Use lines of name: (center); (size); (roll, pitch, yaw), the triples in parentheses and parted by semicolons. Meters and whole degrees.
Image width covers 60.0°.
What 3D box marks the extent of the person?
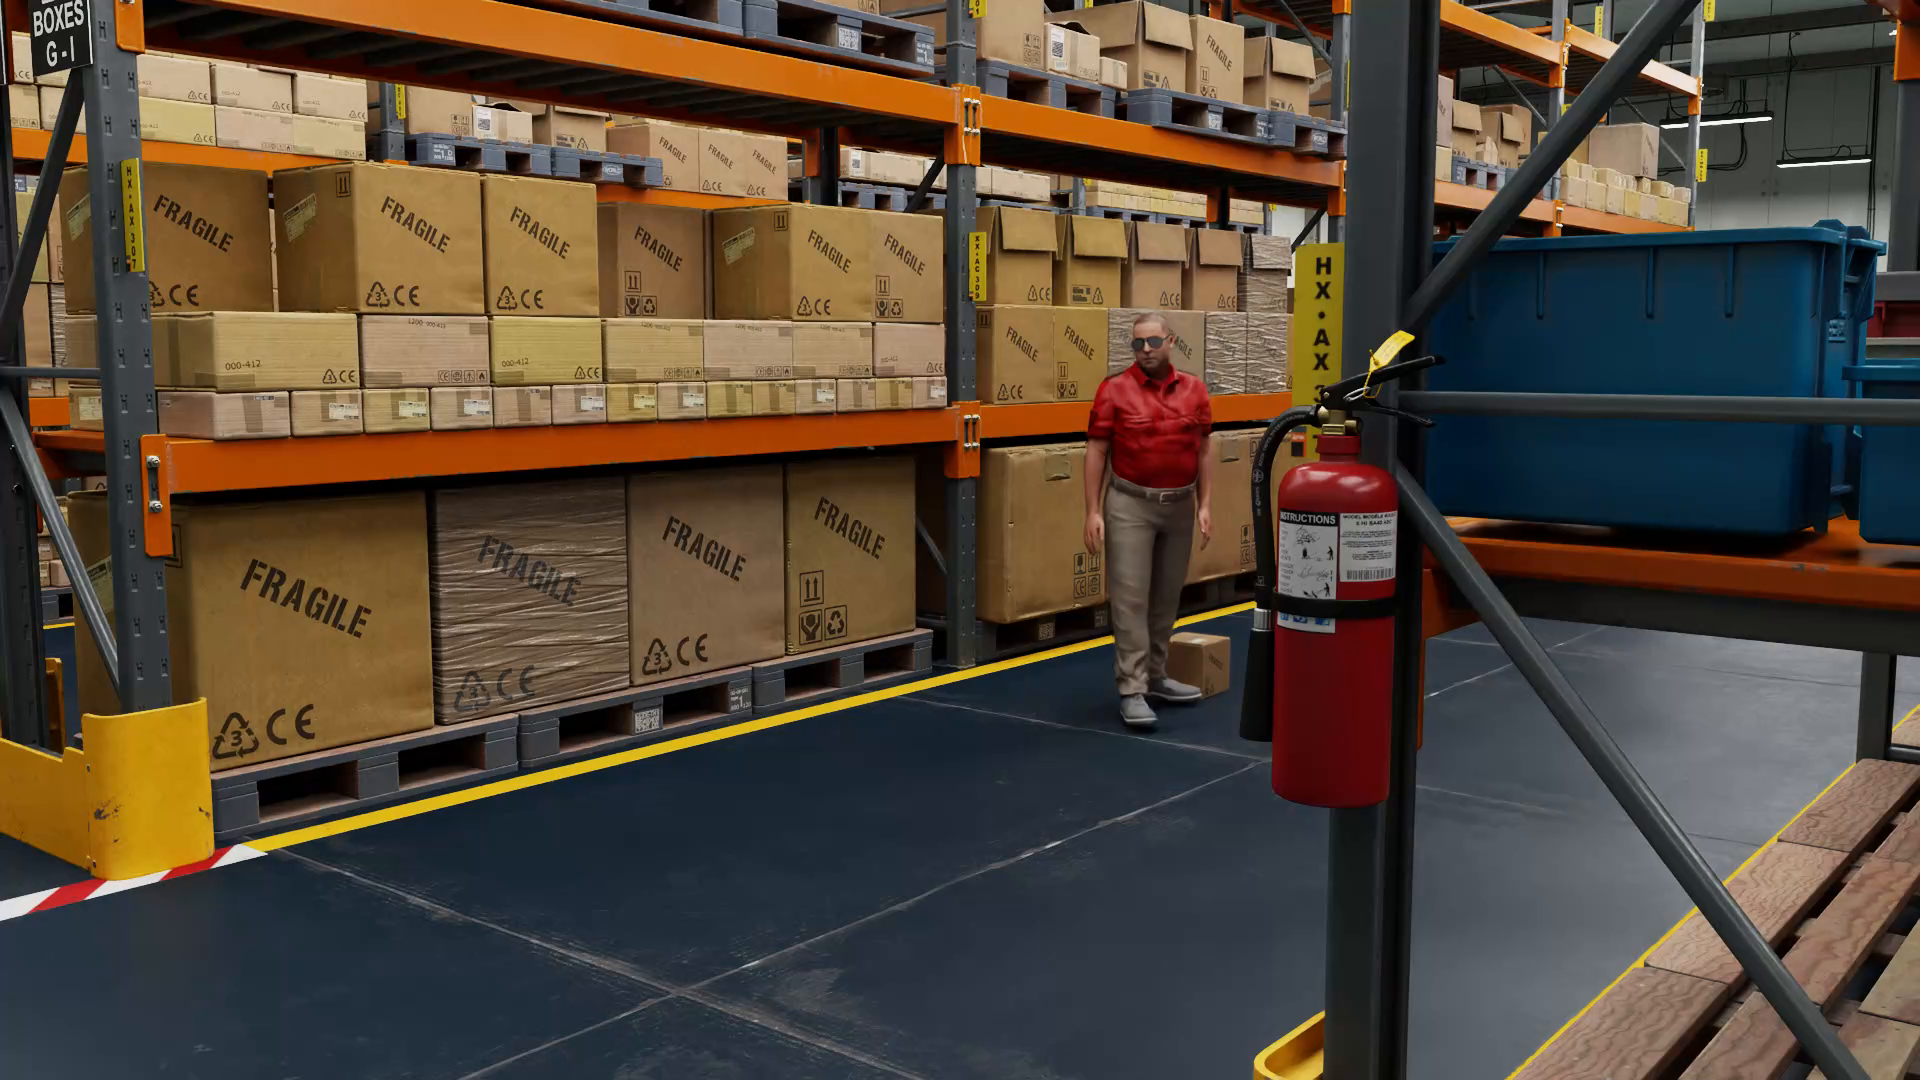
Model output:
person: (0.830, -0.108, 7.123); (0.601, 1.716, 0.627); (-3, 7, -22)
